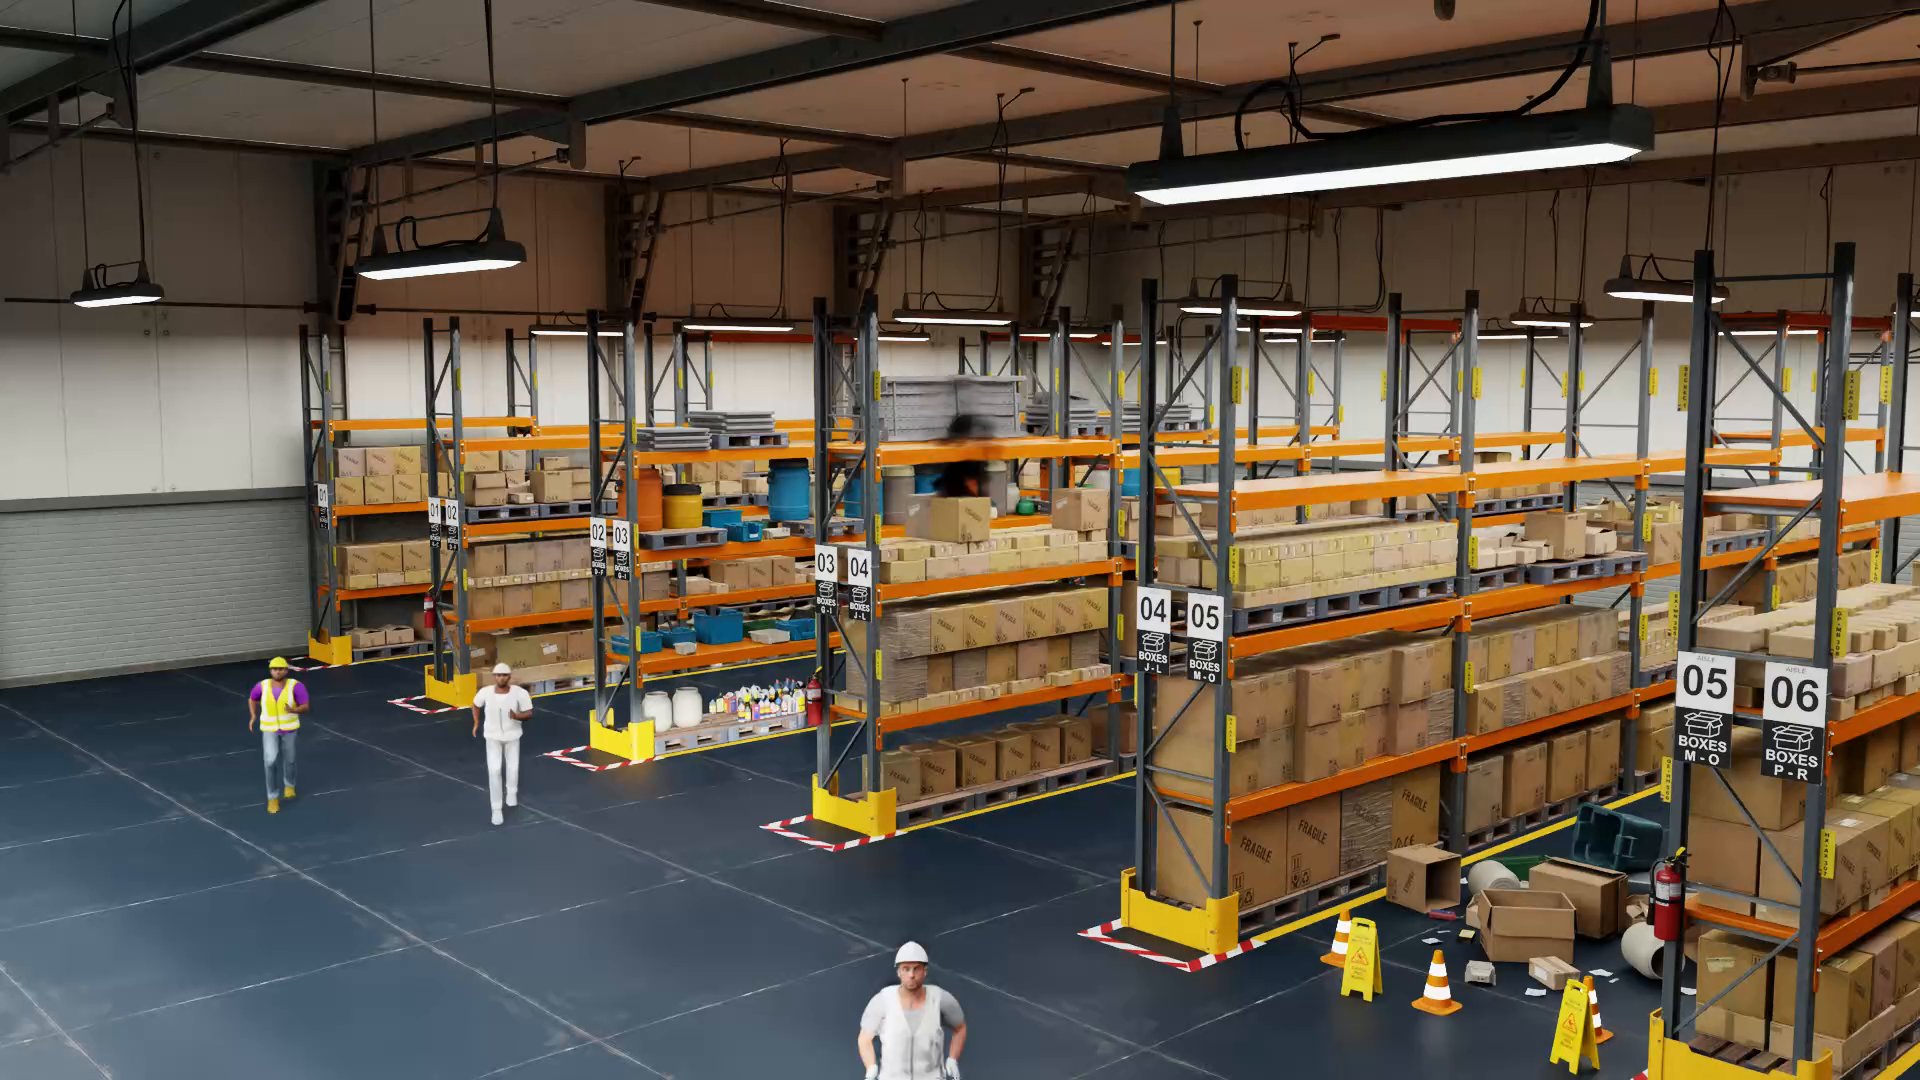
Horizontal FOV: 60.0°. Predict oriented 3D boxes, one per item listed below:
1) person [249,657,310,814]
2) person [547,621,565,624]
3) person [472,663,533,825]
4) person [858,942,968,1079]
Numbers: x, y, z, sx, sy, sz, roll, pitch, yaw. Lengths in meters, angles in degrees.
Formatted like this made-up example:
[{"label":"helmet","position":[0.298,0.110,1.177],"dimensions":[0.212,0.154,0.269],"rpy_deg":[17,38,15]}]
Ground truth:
[{"label":"person","position":[-8.078,2.292,19.760],"dimensions":[0.674,1.828,0.782],"rpy_deg":[-2,6,-21]},{"label":"person","position":[-7.047,1.382,29.130],"dimensions":[0.523,1.666,0.667],"rpy_deg":[-5,7,-39]},{"label":"person","position":[-5.310,2.316,19.339],"dimensions":[0.686,1.798,0.902],"rpy_deg":[-2,6,-15]},{"label":"person","position":[-0.280,3.285,10.070],"dimensions":[0.667,1.749,0.745],"rpy_deg":[0,6,-3]}]
